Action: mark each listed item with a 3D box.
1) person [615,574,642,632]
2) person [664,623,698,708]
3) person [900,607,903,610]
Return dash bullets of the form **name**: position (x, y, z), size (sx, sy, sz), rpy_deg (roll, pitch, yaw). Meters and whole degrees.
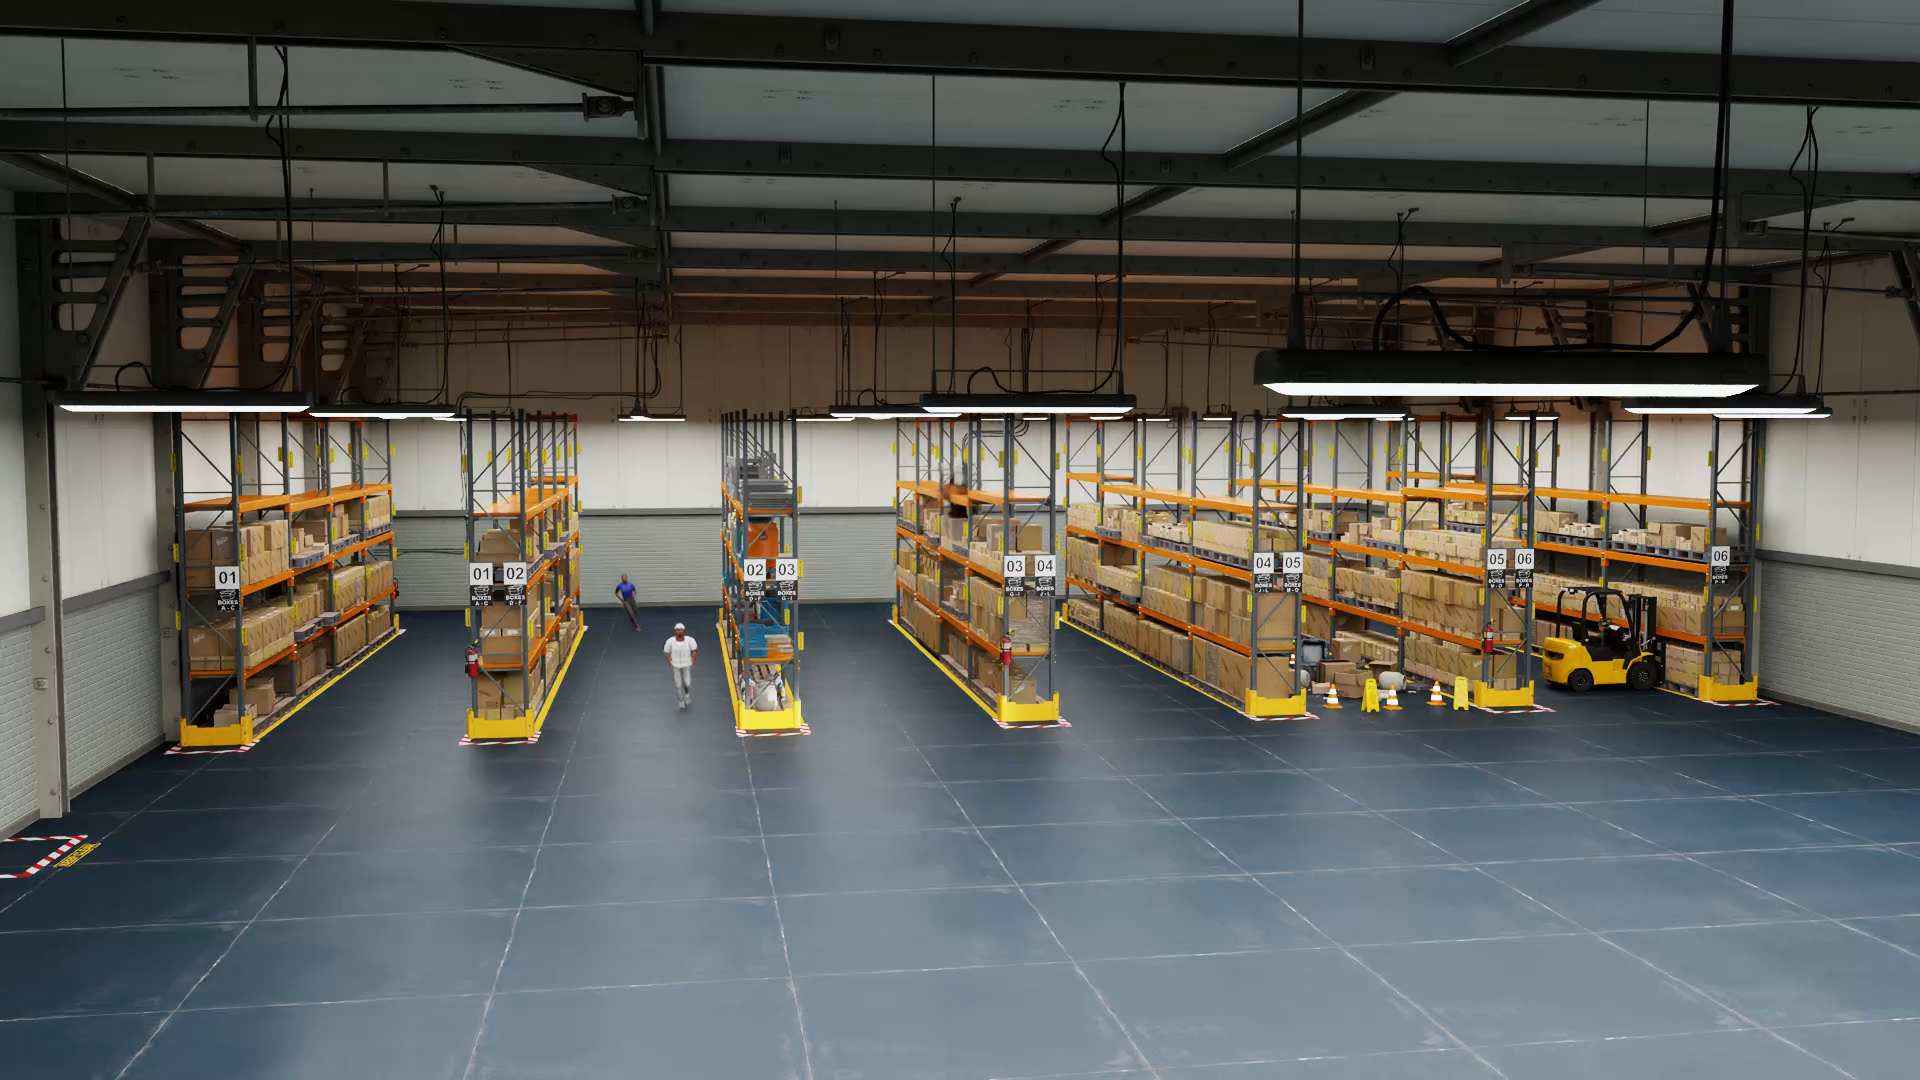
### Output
- **person**: position (-9.211, 1.739, 45.999), size (0.632, 1.588, 0.834), rpy_deg (-2, 5, -28)
- **person**: position (-5.594, 2.529, 33.346), size (0.674, 1.721, 0.569), rpy_deg (-1, 4, -9)
- **person**: position (-1.321, 1.429, 49.389), size (0.991, 1.659, 0.594), rpy_deg (1, 4, 11)
